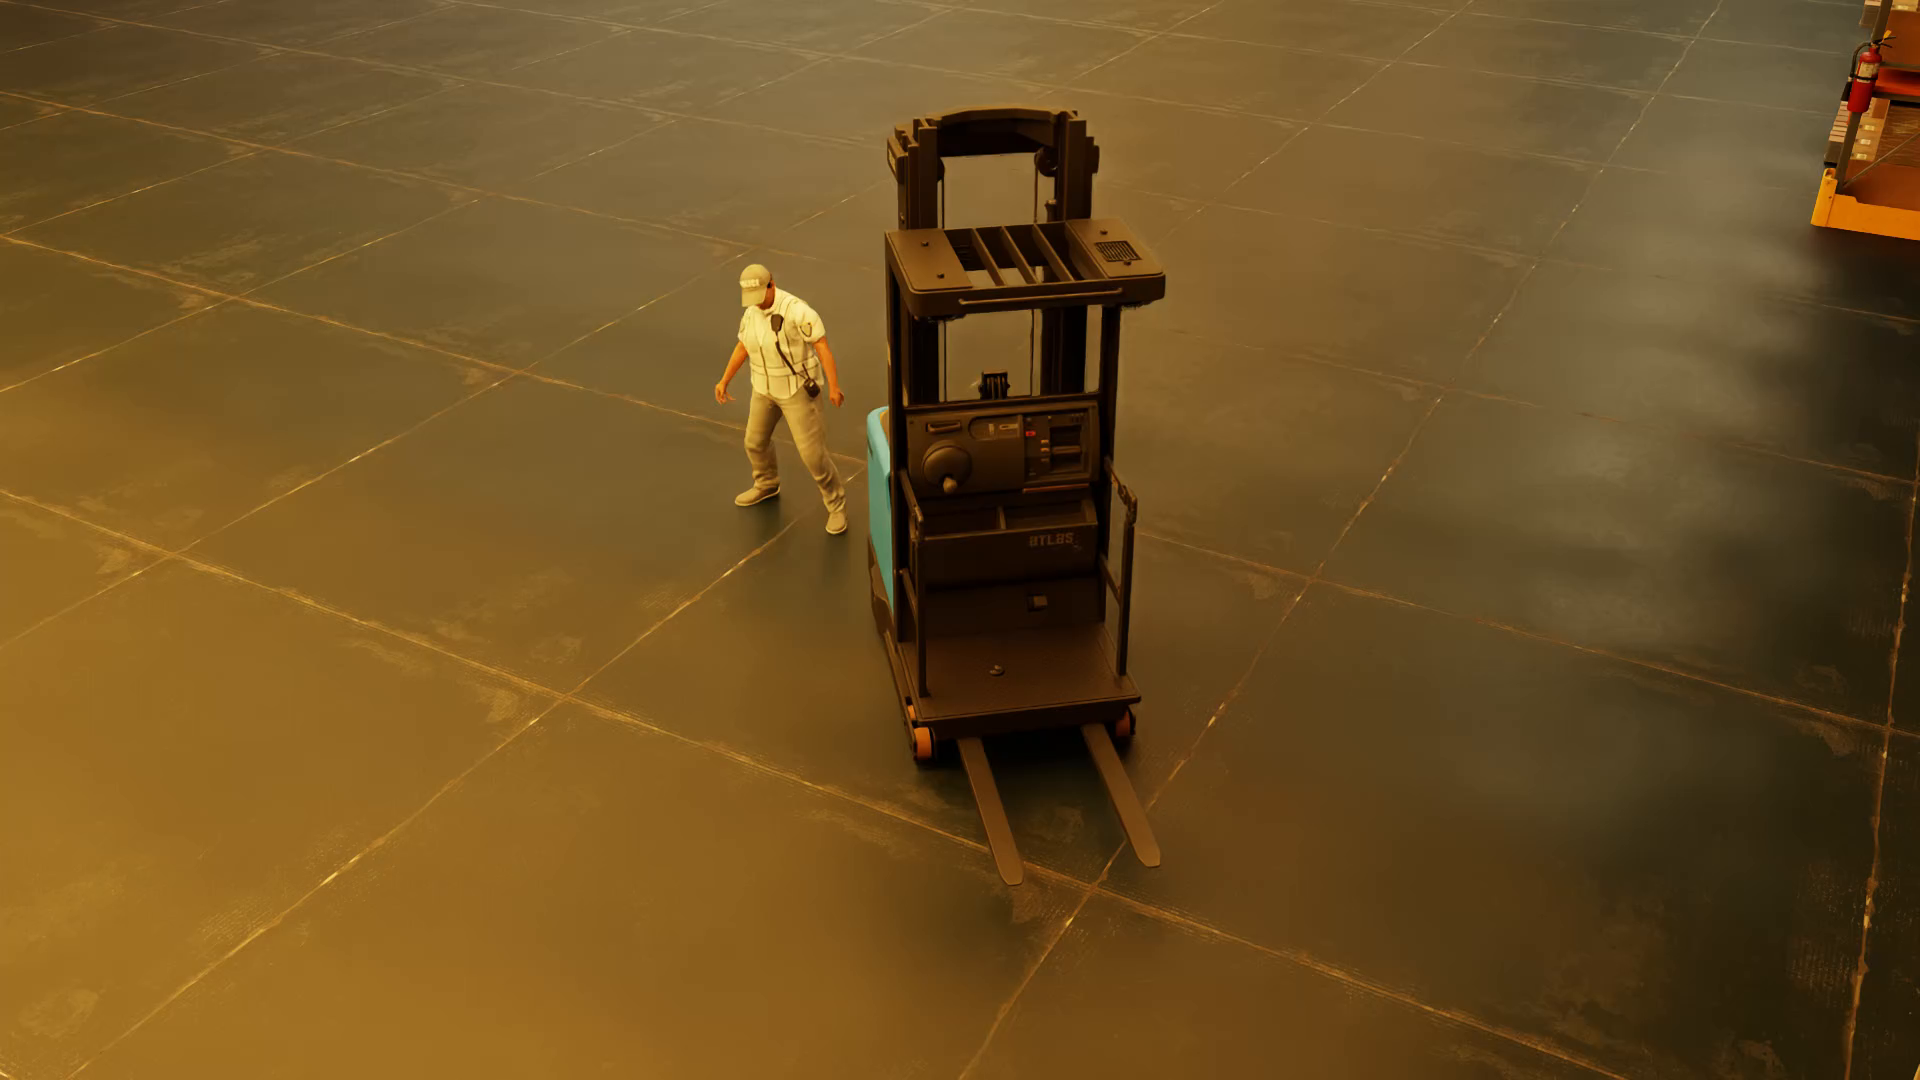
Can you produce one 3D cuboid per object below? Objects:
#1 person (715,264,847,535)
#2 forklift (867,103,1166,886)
[{"bbox_3d":[-1.051,-0.870,9.908,0.868,1.618,0.452,17,34,27],"label":"person"},{"bbox_3d":[0.252,-0.390,7.747,1.130,2.935,3.031,-5,30,-9],"label":"forklift"}]
